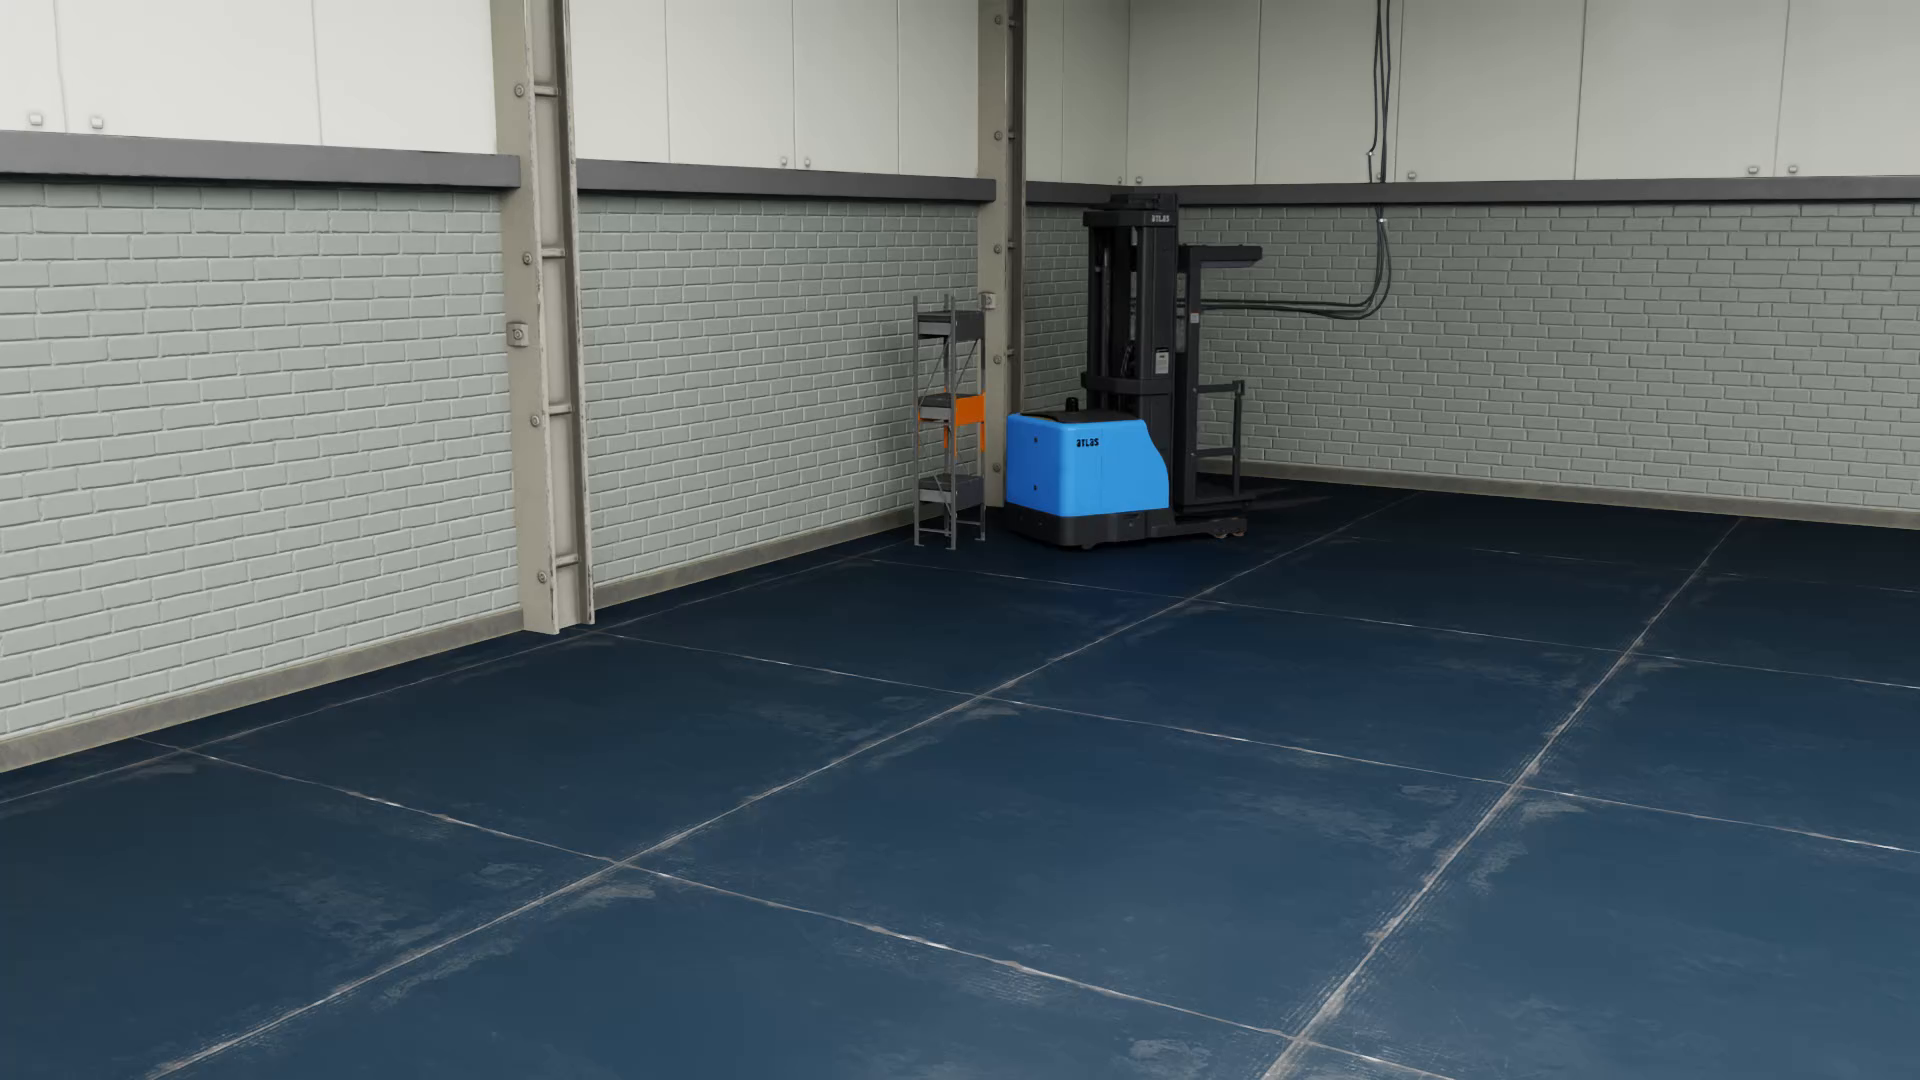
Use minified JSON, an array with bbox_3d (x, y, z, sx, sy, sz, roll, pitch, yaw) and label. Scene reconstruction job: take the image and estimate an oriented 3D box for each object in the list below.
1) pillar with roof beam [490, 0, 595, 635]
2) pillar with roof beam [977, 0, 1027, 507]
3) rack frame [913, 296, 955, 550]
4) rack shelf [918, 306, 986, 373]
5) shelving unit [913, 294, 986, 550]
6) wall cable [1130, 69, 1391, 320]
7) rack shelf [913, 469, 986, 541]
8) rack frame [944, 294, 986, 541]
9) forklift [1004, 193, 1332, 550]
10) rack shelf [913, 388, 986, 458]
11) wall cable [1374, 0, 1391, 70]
[{"bbox_3d":[0.959,-3.430,8.235,9.100,9.000,0.400,6,12,31],"label":"pillar with roof beam"},{"bbox_3d":[4.074,-4.374,13.276,9.100,9.000,0.400,6,12,31],"label":"pillar with roof beam"},{"bbox_3d":[-0.213,-0.968,13.831,0.400,2.100,0.015,6,12,31],"label":"rack frame"},{"bbox_3d":[-0.086,-1.681,13.910,0.431,0.518,0.480,6,12,31],"label":"rack shelf"},{"bbox_3d":[-0.086,-1.006,14.036,0.431,2.100,0.503,6,12,31],"label":"shelving unit"},{"bbox_3d":[3.054,-3.596,17.558,3.097,2.526,0.112,6,12,31],"label":"wall cable"},{"bbox_3d":[-0.086,-0.305,14.168,0.431,0.518,0.480,6,12,31],"label":"rack shelf"},{"bbox_3d":[0.041,-1.044,14.241,0.400,2.100,0.015,6,12,31],"label":"rack frame"},{"bbox_3d":[1.929,-1.532,14.587,3.031,2.935,1.130,-6,12,-28],"label":"forklift"},{"bbox_3d":[-0.086,-0.993,14.039,0.431,0.518,0.480,6,12,31],"label":"rack shelf"},{"bbox_3d":[5.367,-5.820,15.713,3.097,2.526,0.112,6,12,31],"label":"wall cable"}]
